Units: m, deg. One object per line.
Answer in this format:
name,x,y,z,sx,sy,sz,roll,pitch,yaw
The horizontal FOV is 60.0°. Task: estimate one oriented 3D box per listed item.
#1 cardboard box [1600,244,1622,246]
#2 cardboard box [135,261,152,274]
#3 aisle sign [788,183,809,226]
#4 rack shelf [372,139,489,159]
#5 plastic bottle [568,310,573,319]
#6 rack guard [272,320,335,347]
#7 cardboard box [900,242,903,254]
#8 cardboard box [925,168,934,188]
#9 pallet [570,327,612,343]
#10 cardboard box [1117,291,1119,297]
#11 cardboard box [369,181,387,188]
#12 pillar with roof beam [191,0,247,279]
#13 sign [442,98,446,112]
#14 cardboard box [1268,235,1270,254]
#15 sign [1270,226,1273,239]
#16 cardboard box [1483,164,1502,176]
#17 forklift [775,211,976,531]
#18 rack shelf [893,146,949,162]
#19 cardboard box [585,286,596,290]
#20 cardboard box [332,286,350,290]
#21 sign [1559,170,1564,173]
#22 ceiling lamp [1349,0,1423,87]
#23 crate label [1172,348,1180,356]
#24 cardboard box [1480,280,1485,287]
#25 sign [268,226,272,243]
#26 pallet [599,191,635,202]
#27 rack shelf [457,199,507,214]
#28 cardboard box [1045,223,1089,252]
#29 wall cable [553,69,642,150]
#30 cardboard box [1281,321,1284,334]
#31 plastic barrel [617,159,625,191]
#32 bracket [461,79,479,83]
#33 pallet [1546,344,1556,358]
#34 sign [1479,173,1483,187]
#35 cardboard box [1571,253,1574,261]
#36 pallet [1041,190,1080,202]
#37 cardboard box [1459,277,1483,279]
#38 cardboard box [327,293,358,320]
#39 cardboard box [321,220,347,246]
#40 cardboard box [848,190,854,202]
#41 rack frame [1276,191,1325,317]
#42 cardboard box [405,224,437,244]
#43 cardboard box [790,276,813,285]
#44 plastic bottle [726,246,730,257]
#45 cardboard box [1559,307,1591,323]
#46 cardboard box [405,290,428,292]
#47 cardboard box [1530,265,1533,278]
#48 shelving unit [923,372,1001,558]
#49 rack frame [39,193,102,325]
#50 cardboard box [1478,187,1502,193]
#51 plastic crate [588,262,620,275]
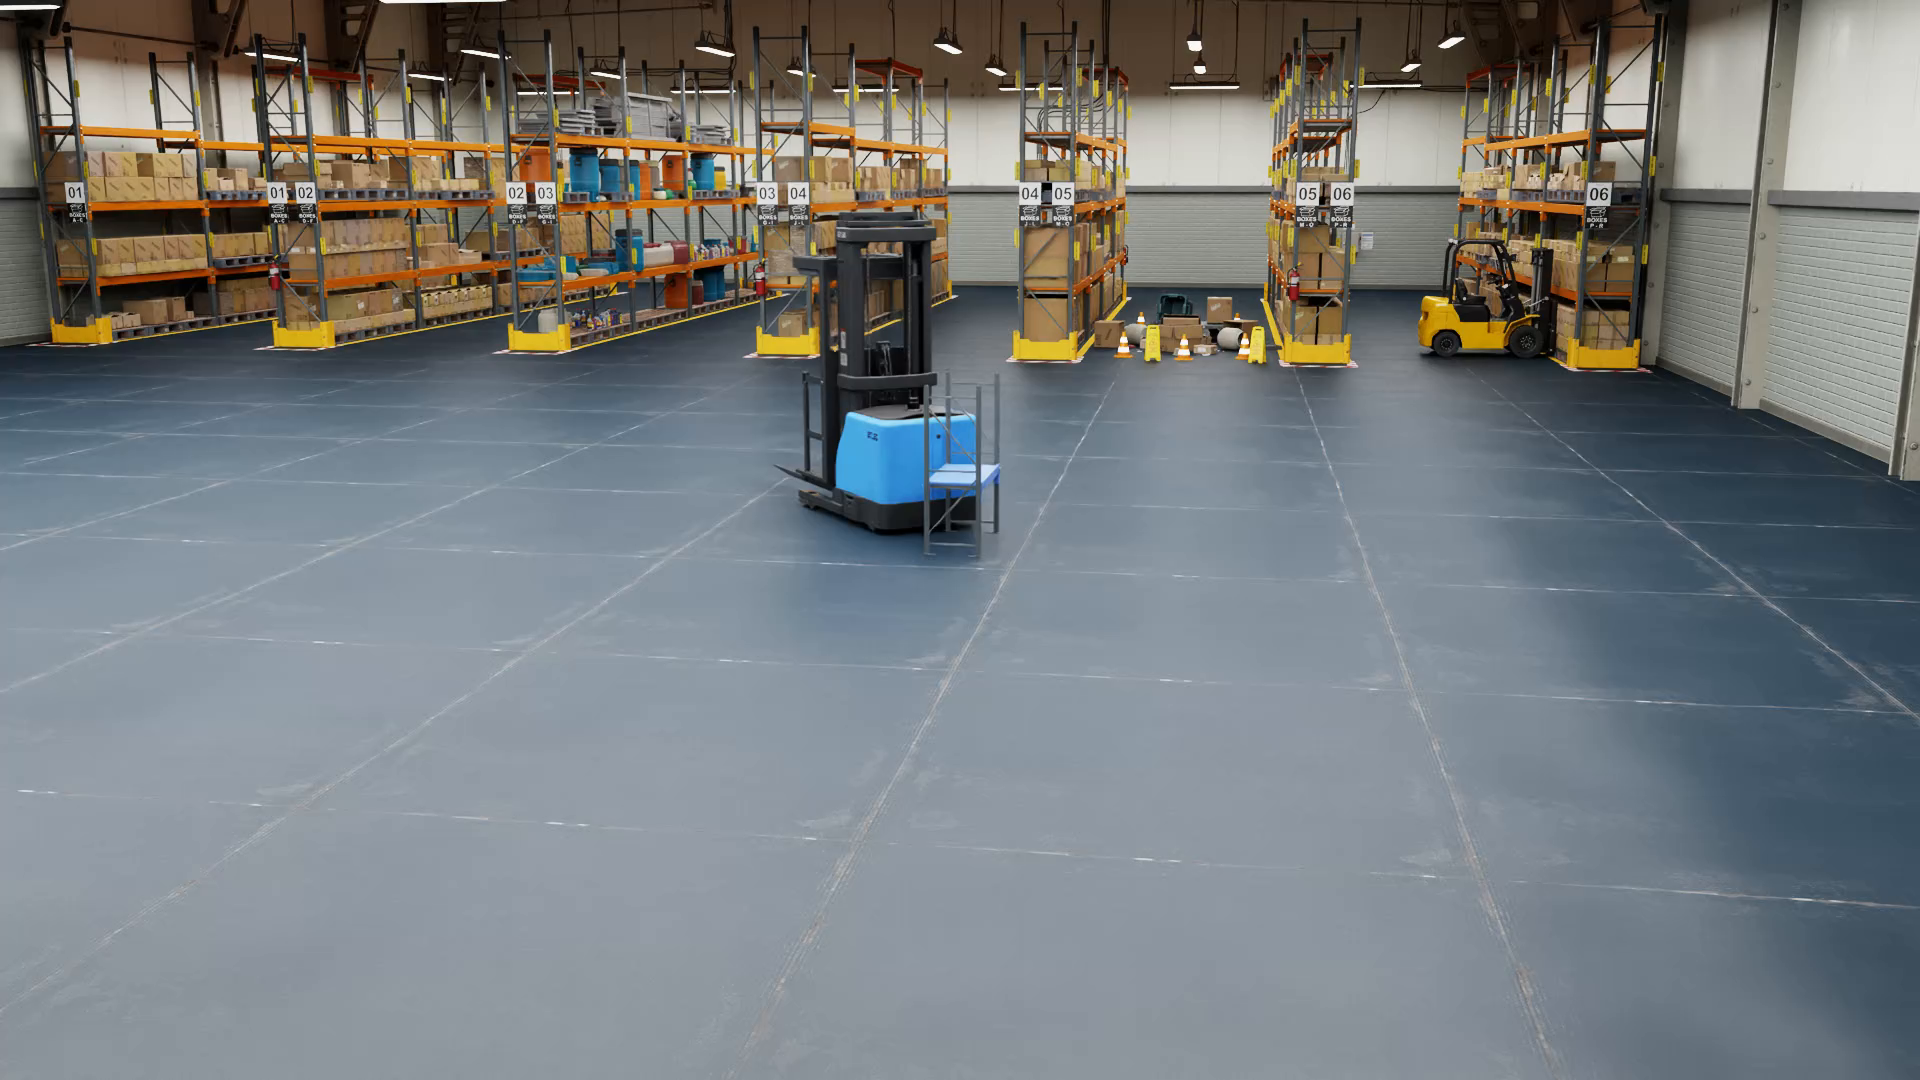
cardboard box,11.814,-5.277,30.132,0.380,0.149,0.250,2,12,9
cardboard box,-17.444,-5.747,35.108,0.500,0.250,0.500,2,12,8
aisle sign,-3.012,-6.272,31.062,0.394,0.787,0.004,2,12,9
rack shelf,-12.164,-8.980,38.216,1.077,0.370,4.000,2,12,9
plastic bottle,-8.207,-4.655,34.972,0.144,0.351,0.185,2,12,8
rack guard,-13.091,-4.119,33.174,1.175,0.500,0.348,2,12,9
cardboard box,-1.648,-6.938,40.085,0.500,0.500,0.500,2,12,7
cardboard box,-1.085,-9.672,44.418,0.700,0.500,0.500,2,12,11
pallet,-7.908,-4.261,34.519,1.003,0.211,1.213,2,12,9
cardboard box,4.042,-6.596,44.506,0.380,0.149,0.250,2,12,10
cardboard box,-12.387,-7.536,35.243,0.380,0.149,0.250,2,12,9
pillar with roof beam,-13.553,-9.721,38.998,9.100,9.000,0.548,2,12,9
sign,-12.395,-10.454,39.995,0.100,0.325,0.005,2,12,9
cardboard box,8.596,-7.992,44.975,0.500,0.500,0.500,2,12,8
sign,7.790,-7.680,41.525,0.100,0.325,0.005,2,12,9
cardboard box,12.852,-8.935,40.142,0.396,0.266,0.258,2,12,8
forklift,-0.976,-1.780,16.551,1.130,2.935,3.031,-7,14,-28
rack shelf,-1.146,-10.324,44.450,1.077,0.370,4.000,2,12,9
cardboard box,-10.642,-7.229,47.157,0.500,0.250,0.500,2,12,9
cardboard box,-16.368,-6.656,43.121,0.750,0.750,0.750,2,12,8
sign,13.175,-7.946,36.466,0.100,0.325,0.005,2,12,9
ceiling lamp,11.970,-14.293,46.356,2.000,3.185,0.800,2,12,9
crate label,4.195,-3.565,31.469,0.250,0.136,0.298,-5,13,-21
cardboard box,12.925,-6.275,40.644,0.380,0.149,0.250,2,12,11
sign,-13.621,-6.048,32.882,0.100,0.325,0.005,2,12,9
pallet,-7.593,-7.238,35.042,1.213,0.211,1.003,2,12,9
rack shelf,-11.549,-8.542,42.353,1.077,0.370,4.000,2,12,9
cardboard box,2.141,-6.082,33.432,0.875,0.550,0.550,2,12,9
wall cable,-11.626,-13.798,53.296,3.097,2.526,0.112,2,12,9
cardboard box,6.750,-4.282,33.531,0.500,0.250,0.500,1,12,6
plastic barrel,-7.614,-7.977,36.836,0.600,0.901,0.600,0,12,0
bracket,-15.273,-14.564,52.923,0.076,0.066,3.189,2,12,9
pallet,11.664,-3.593,31.422,1.003,0.211,1.213,2,12,9
sign,12.706,-8.776,40.503,0.100,0.325,0.005,2,12,9
cardboard box,11.334,-5.147,30.237,0.380,0.149,0.250,2,12,8
pallet,1.690,-6.420,31.009,1.003,0.211,1.213,2,12,9
cardboard box,13.671,-6.734,44.306,0.797,0.503,0.637,1,12,6
cardboard box,-12.710,-4.782,34.068,0.500,0.500,0.500,2,12,9
cardboard box,-12.919,-6.246,33.796,0.700,0.500,0.500,2,12,7
cardboard box,-2.496,-7.146,34.525,0.500,0.250,0.500,2,12,11
rack frame,7.723,-6.368,37.679,1.000,3.000,0.127,2,12,9
cardboard box,-15.691,-8.724,47.900,0.980,0.700,0.700,2,12,8
cardboard box,-3.020,-4.953,31.707,0.380,0.149,0.250,2,12,9
plastic bottle,-6.089,-7.529,43.361,0.152,0.276,0.135,2,12,9
cardboard box,11.233,-4.105,30.334,0.500,0.250,0.500,2,12,10
cardboard box,-12.540,-5.619,38.404,0.500,0.311,0.500,2,12,8
cardboard box,11.832,-5.415,33.614,0.500,0.250,0.500,2,12,10
shelving unit,0.026,-0.696,14.919,0.538,1.500,1.048,2,12,10
rack frame,-17.983,-5.505,33.675,1.000,3.000,0.127,2,12,9
cardboard box,13.070,-8.688,40.972,0.500,0.250,0.500,2,12,9
plastic crate,-7.480,-5.705,34.955,0.499,0.251,0.616,2,12,9
